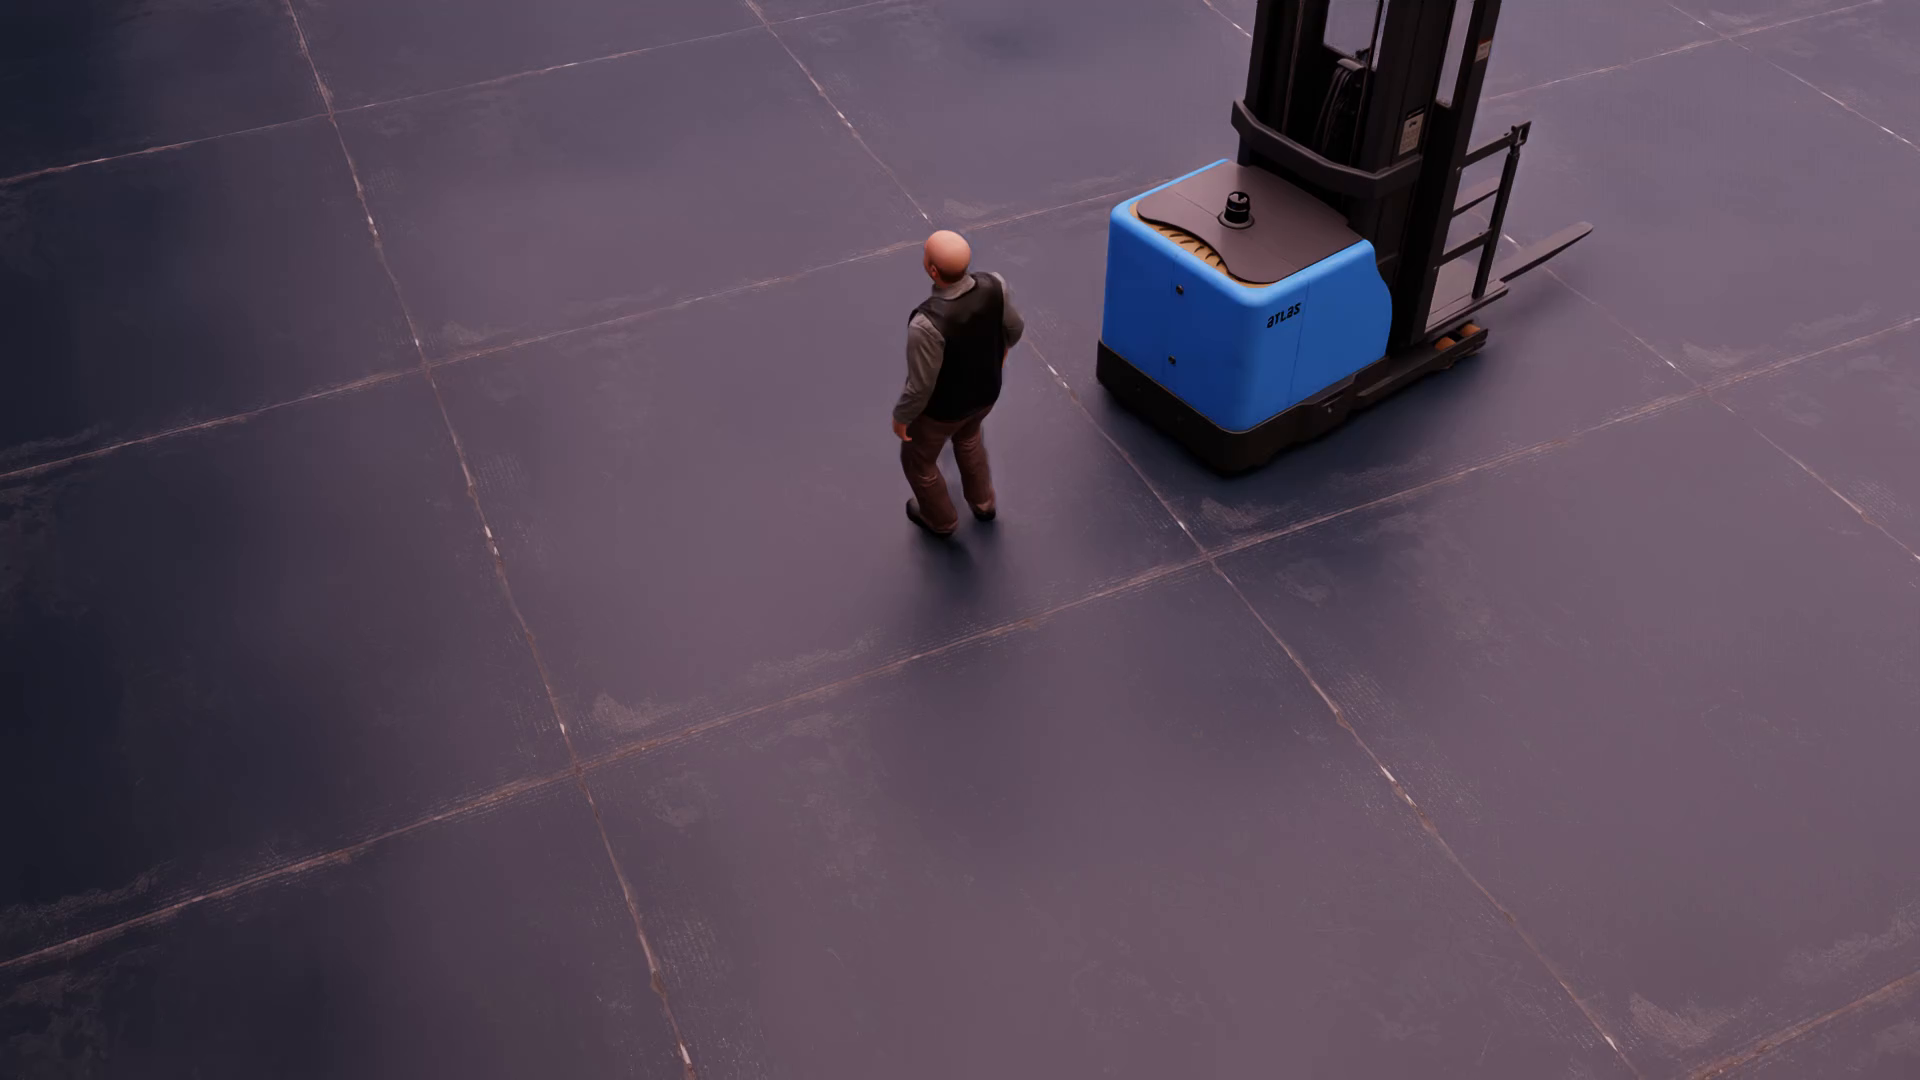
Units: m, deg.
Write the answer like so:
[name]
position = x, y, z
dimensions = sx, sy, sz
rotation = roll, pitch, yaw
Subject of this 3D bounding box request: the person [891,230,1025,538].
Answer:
[person]
position = -0.059, -0.665, 7.312
dimensions = 0.712, 1.711, 0.504
rotation = -30, 51, -29

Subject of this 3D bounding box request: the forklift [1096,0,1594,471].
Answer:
[forklift]
position = 2.185, -2.235, 8.075
dimensions = 3.031, 2.935, 1.130
rotation = -28, 50, -26
